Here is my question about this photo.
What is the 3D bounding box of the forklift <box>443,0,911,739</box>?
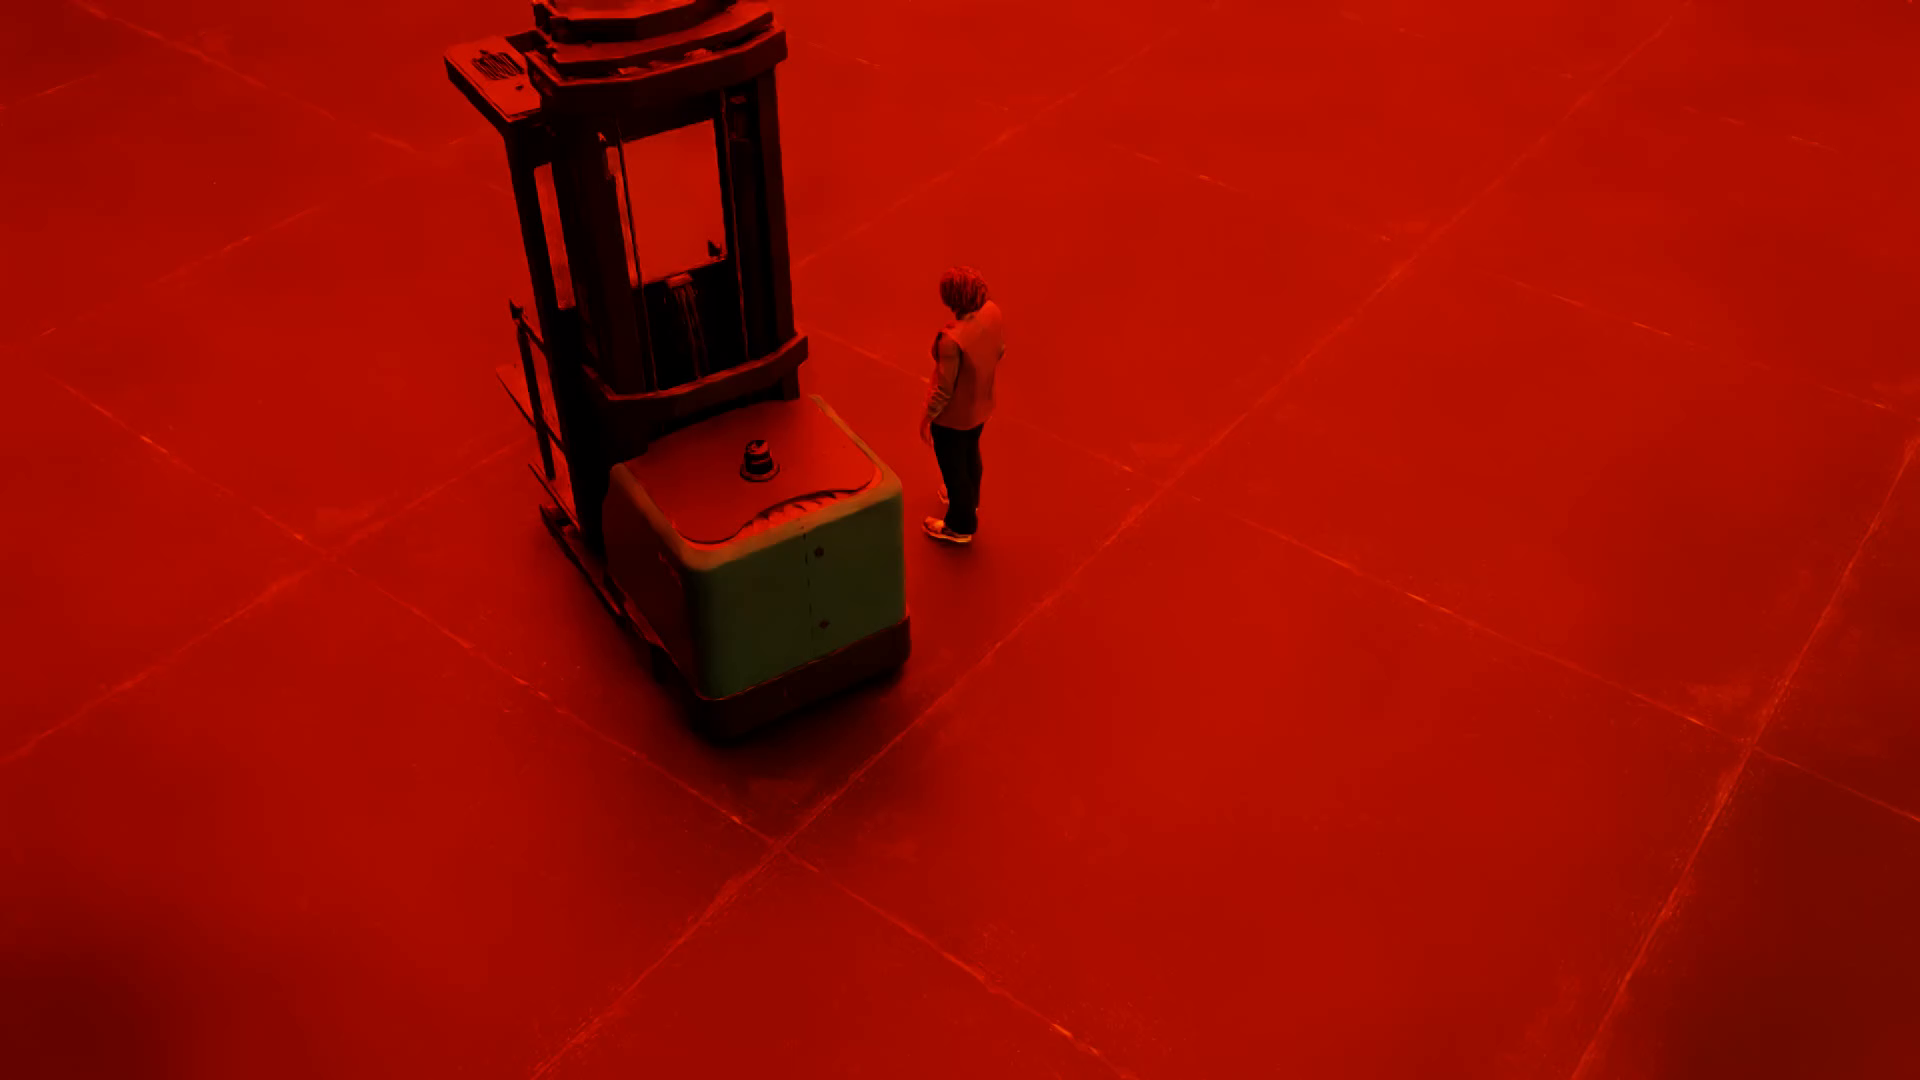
[{"bbox_3d":[-1.443,-1.181,7.460,1.130,2.935,3.031,-23,45,-24],"label":"forklift"}]

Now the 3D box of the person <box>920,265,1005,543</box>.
[{"bbox_3d":[-0.051,-0.649,7.853,0.474,1.597,0.520,26,47,28],"label":"person"}]
